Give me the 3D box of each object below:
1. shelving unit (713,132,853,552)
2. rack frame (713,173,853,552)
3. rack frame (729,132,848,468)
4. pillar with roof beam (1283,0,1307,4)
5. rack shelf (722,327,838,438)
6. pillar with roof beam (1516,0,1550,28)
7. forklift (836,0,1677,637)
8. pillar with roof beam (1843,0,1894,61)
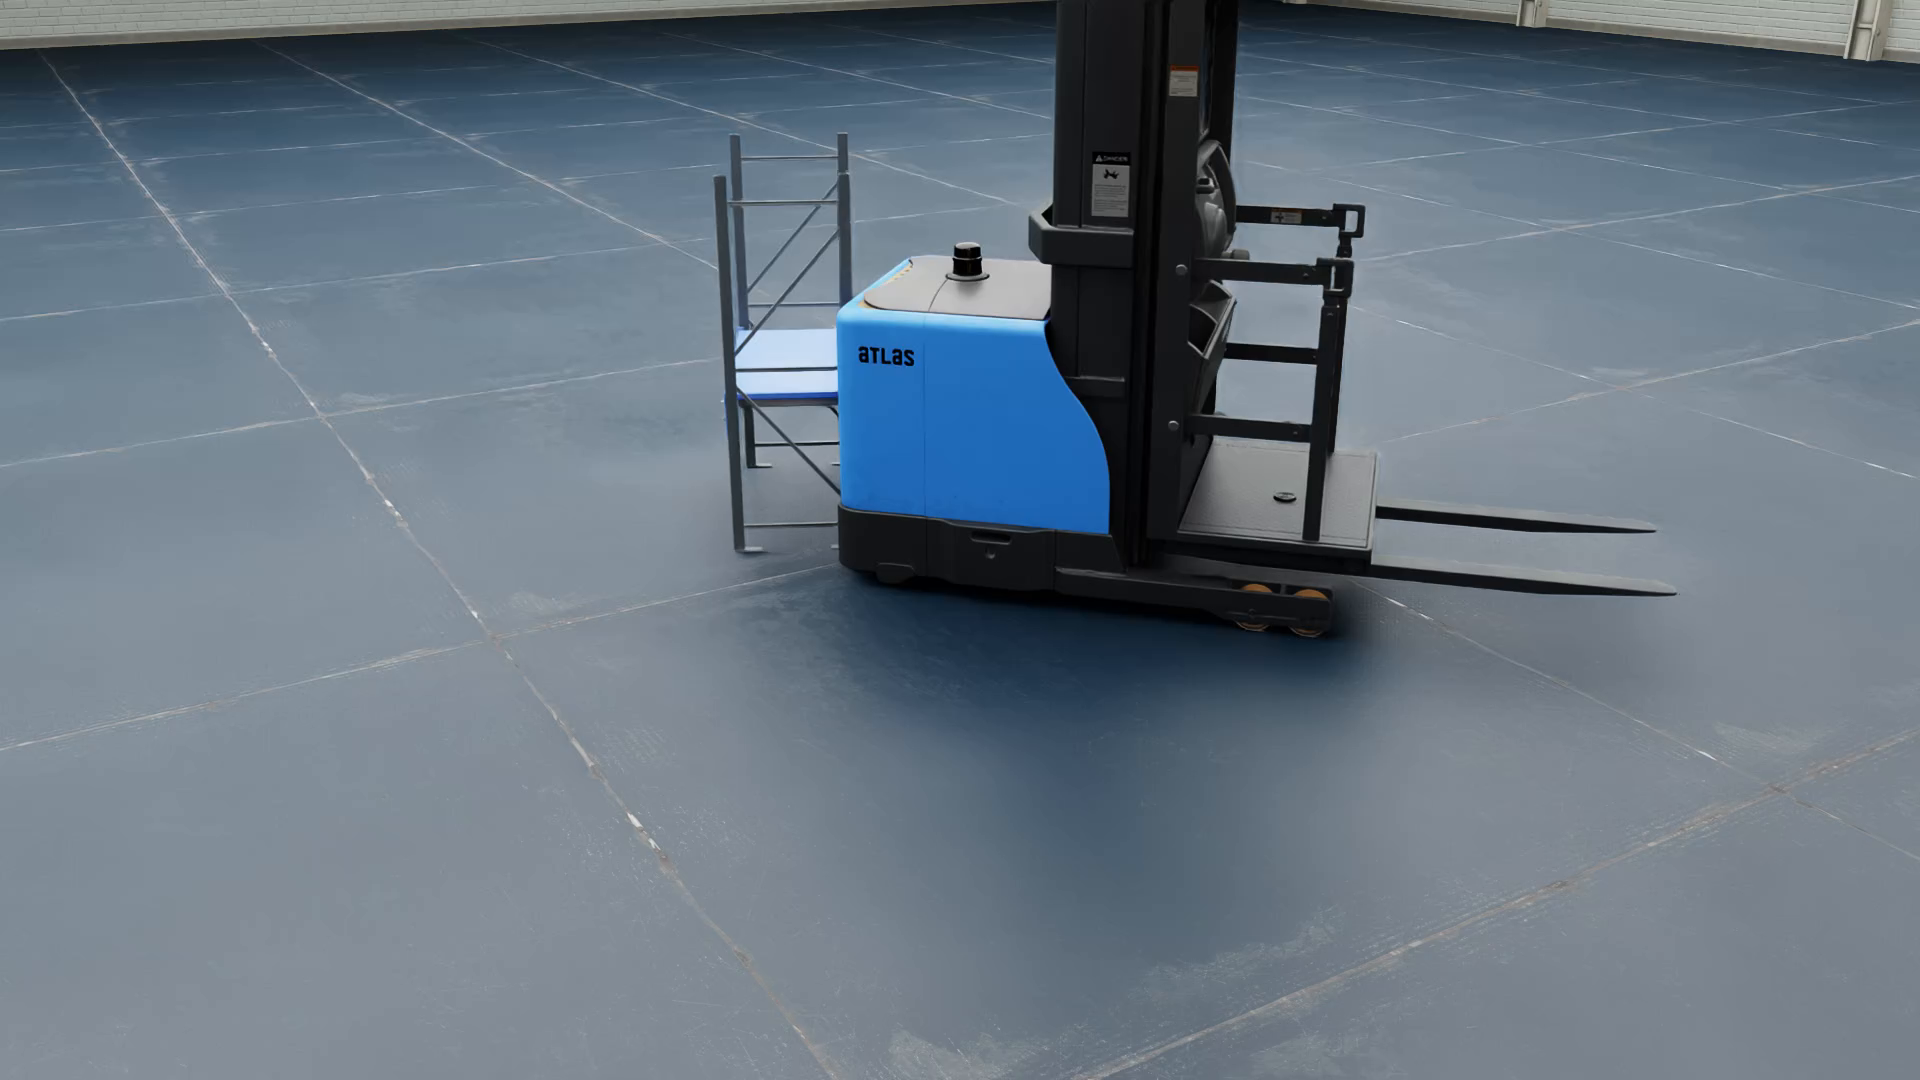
[{"bbox_3d":[-0.696,-0.848,6.907,0.538,1.500,1.048,-2,22,-4],"label":"shelving unit"},{"bbox_3d":[-0.660,-0.657,6.437,0.500,1.500,0.032,-2,22,-4],"label":"rack frame"},{"bbox_3d":[-0.732,-1.039,7.376,0.500,1.500,0.032,-2,22,-4],"label":"rack frame"},{"bbox_3d":[2.982,-14.051,29.430,9.100,9.000,0.400,-13,25,-28],"label":"pillar with roof beam"},{"bbox_3d":[-0.696,-0.682,6.974,0.538,0.185,1.000,-2,22,-4],"label":"rack shelf"},{"bbox_3d":[6.047,-12.109,24.651,9.100,9.000,0.400,-13,25,-28],"label":"pillar with roof beam"},{"bbox_3d":[1.107,-1.232,5.951,3.031,2.935,1.130,6,23,14],"label":"forklift"},{"bbox_3d":[9.112,-10.166,19.873,9.100,9.000,0.400,-13,25,-28],"label":"pillar with roof beam"}]
